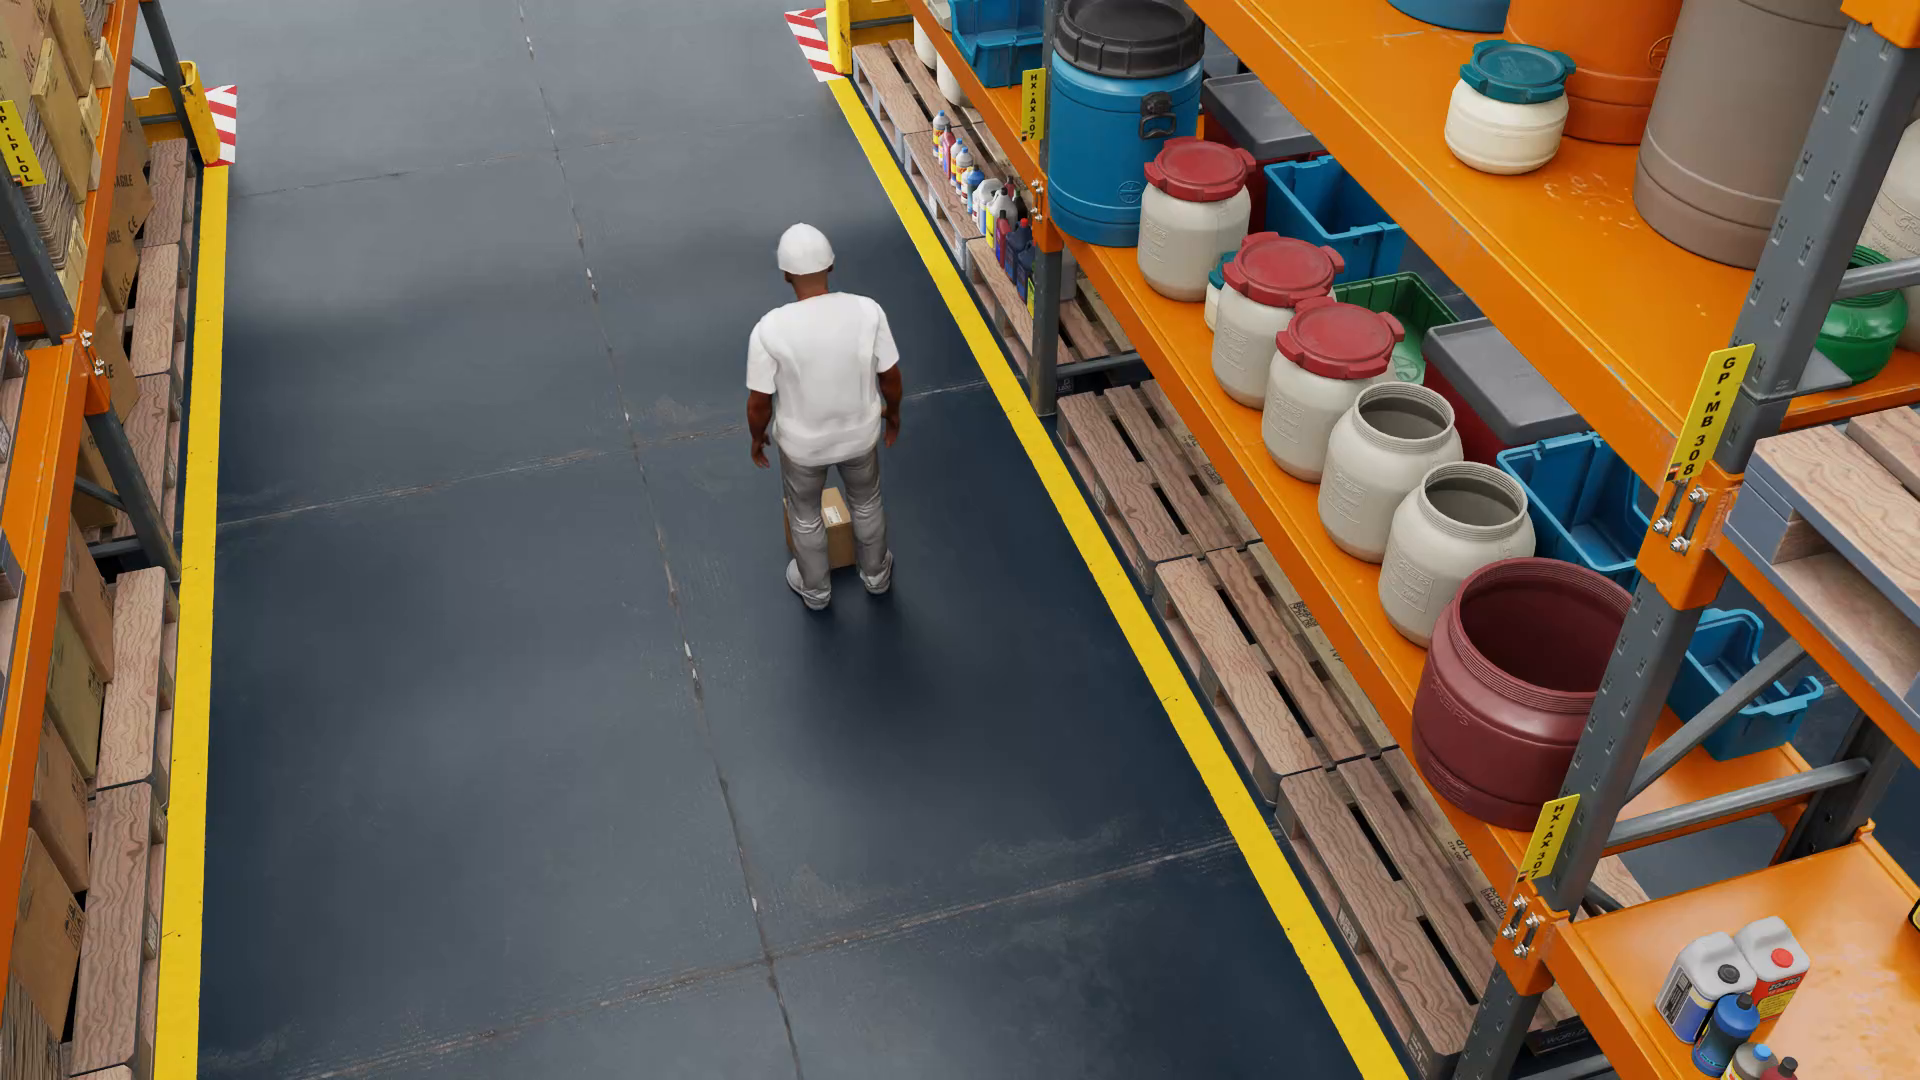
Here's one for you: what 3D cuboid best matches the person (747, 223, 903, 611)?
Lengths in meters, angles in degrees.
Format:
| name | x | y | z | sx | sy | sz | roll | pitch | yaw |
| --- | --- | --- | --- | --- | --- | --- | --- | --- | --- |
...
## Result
| name | x | y | z | sx | sy | sz | roll | pitch | yaw |
| --- | --- | --- | --- | --- | --- | --- | --- | --- | --- |
| person | -0.536 | -0.456 | 6.653 | 0.628 | 1.761 | 0.457 | -12 | 43 | -13 |
